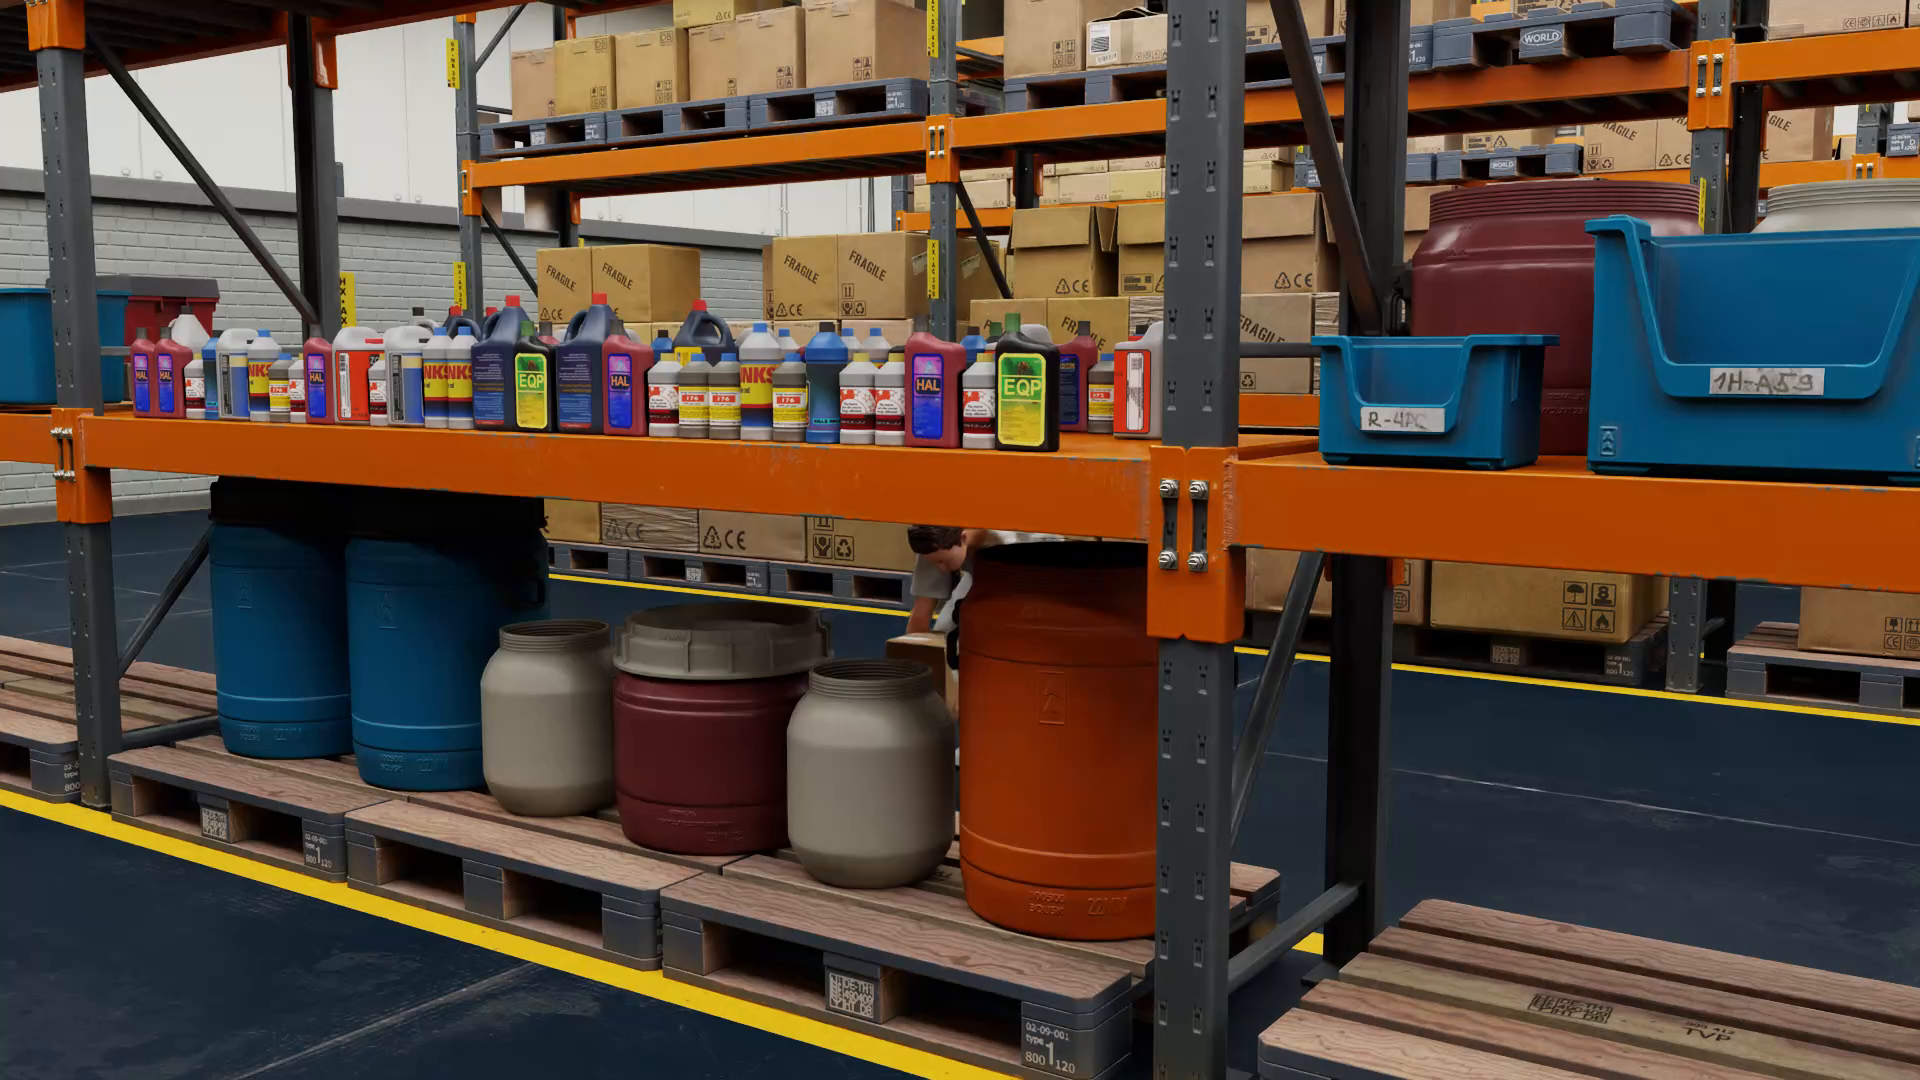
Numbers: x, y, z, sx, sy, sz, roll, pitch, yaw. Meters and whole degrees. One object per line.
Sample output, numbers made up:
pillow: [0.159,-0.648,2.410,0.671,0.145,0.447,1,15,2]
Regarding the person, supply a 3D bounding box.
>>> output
person: [0.089,0.324,5.936,0.460,1.039,0.865,4,7,31]
